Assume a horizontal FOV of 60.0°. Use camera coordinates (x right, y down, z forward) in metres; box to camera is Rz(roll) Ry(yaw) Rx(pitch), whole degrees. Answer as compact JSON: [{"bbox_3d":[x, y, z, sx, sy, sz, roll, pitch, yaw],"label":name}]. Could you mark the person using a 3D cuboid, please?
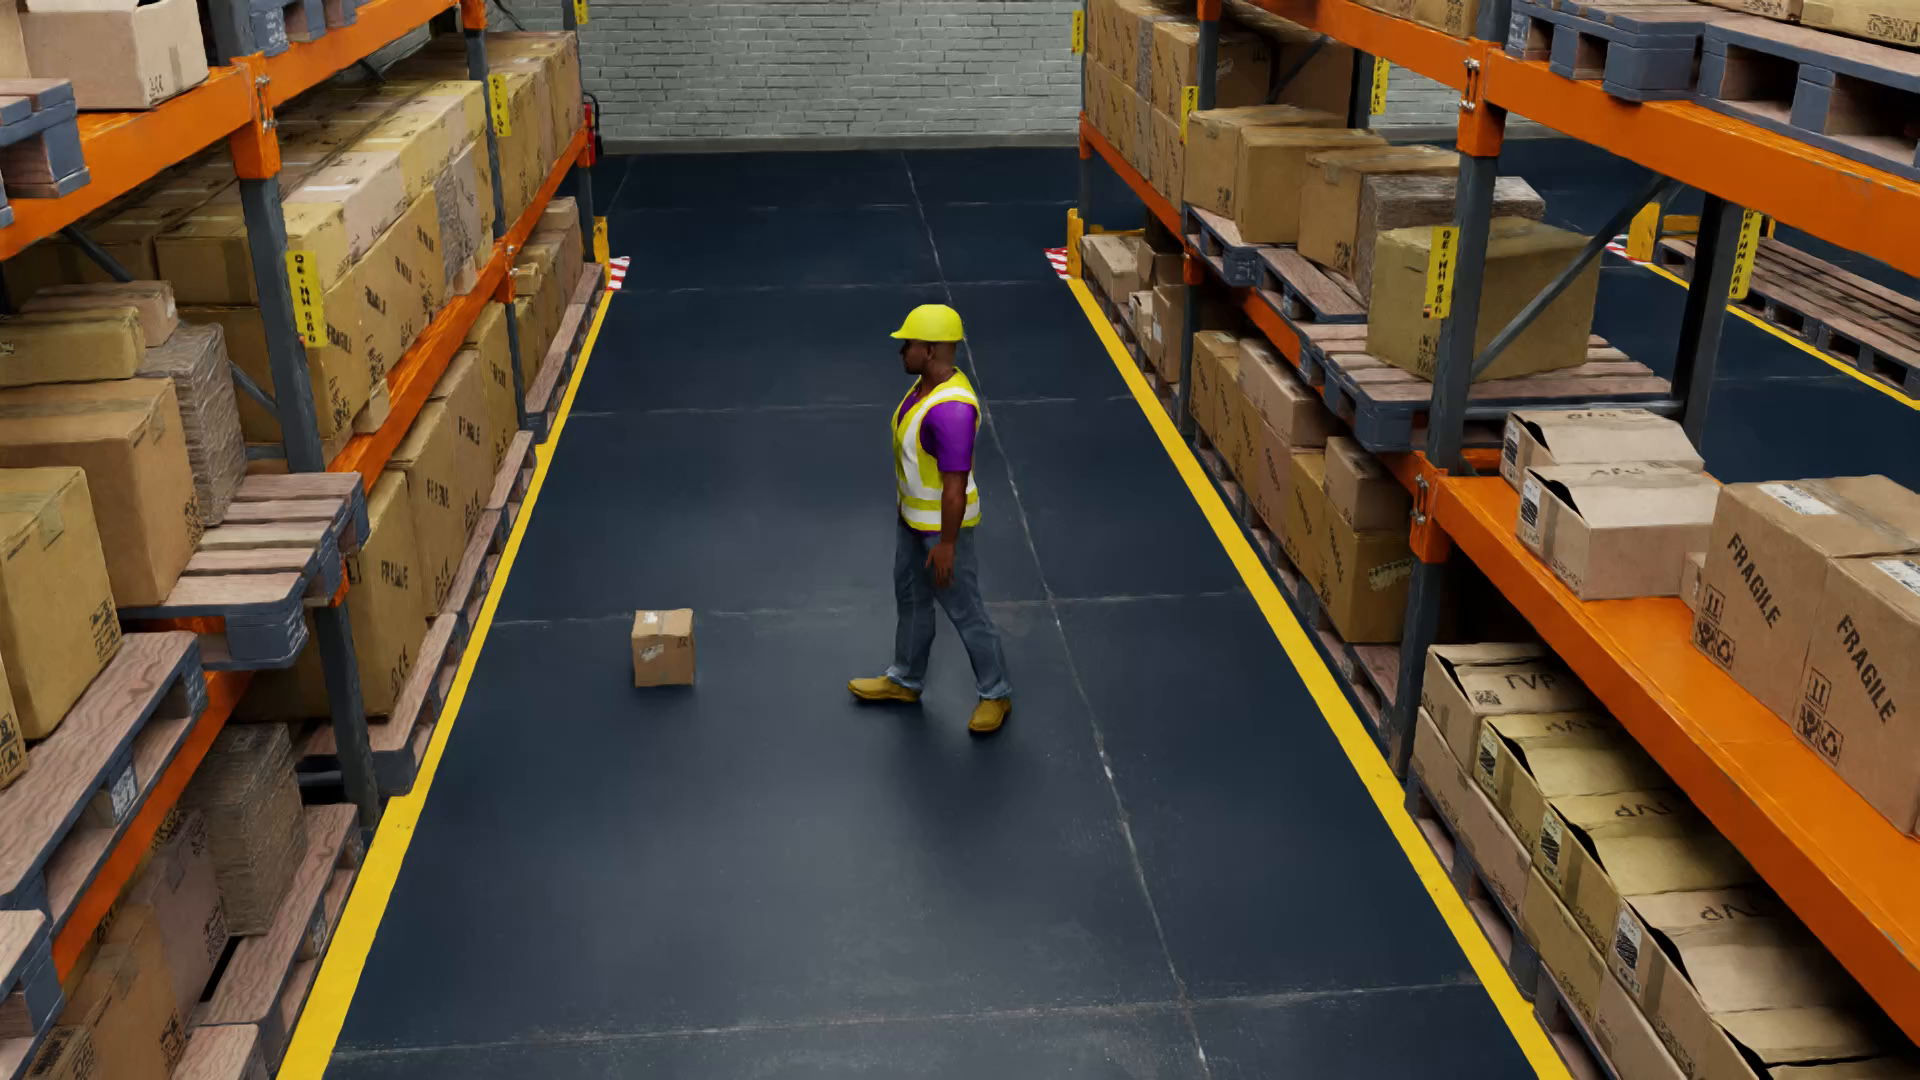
[{"bbox_3d":[8.596,0.674,3.233,15.738,3.191,11.725,-6,24,-13],"label":"person"}]
